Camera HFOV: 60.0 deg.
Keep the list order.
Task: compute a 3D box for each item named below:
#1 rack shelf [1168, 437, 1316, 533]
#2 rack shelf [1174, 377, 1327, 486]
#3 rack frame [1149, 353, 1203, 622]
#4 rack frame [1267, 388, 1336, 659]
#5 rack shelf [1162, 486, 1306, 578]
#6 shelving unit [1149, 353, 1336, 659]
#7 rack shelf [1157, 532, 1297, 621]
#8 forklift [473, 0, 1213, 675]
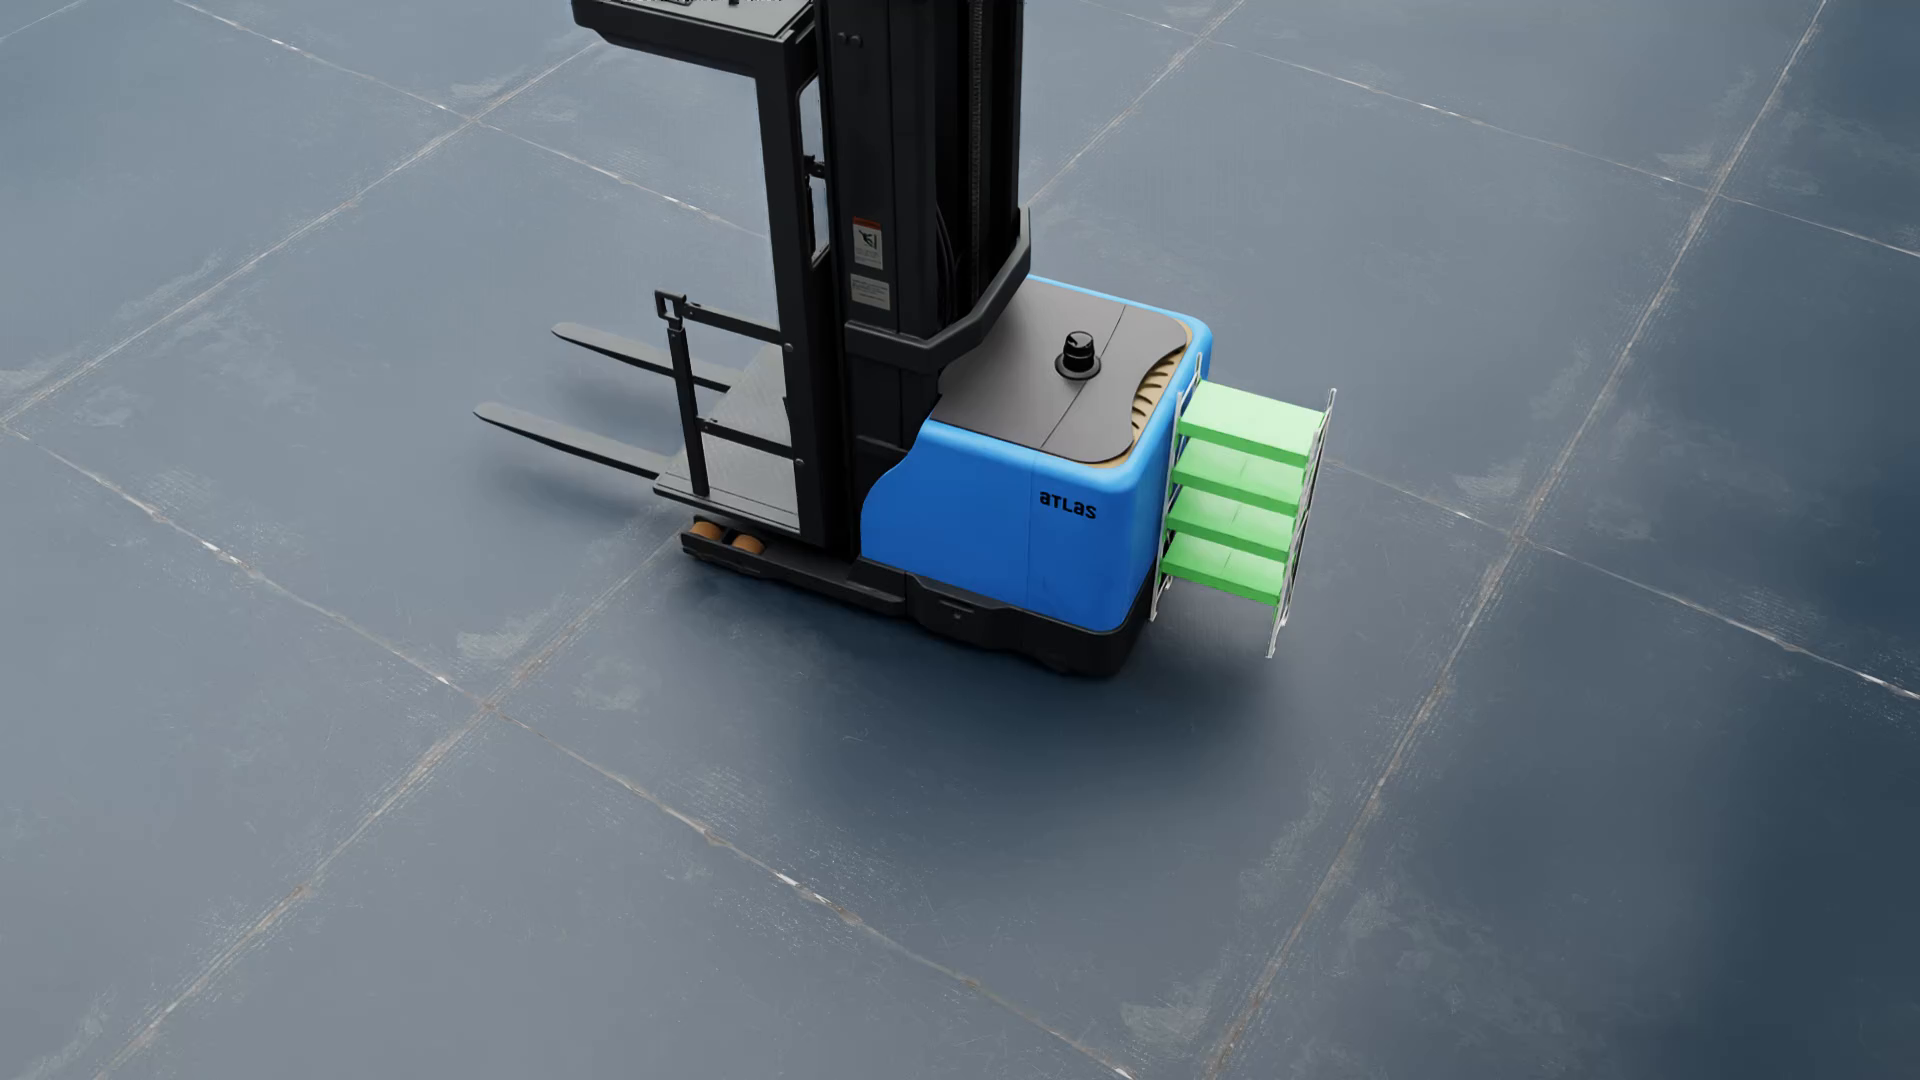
[{"bbox_3d":[1.037,-0.225,6.108,0.480,0.148,0.258,17,48,16],"label":"rack shelf"},{"bbox_3d":[1.037,-0.392,5.936,0.480,0.148,0.258,17,48,16],"label":"rack shelf"},{"bbox_3d":[0.813,-0.172,6.302,0.015,1.200,0.240,17,48,16],"label":"rack frame"},{"bbox_3d":[1.260,-0.032,6.166,0.015,1.200,0.240,17,48,16],"label":"rack frame"},{"bbox_3d":[1.037,-0.057,6.280,0.480,0.148,0.258,17,48,16],"label":"rack shelf"},{"bbox_3d":[1.037,-0.102,6.234,0.503,1.200,0.258,17,48,16],"label":"shelving unit"},{"bbox_3d":[1.037,0.110,6.452,0.480,0.148,0.258,17,48,16],"label":"rack shelf"},{"bbox_3d":[-0.593,-1.208,6.101,3.031,2.935,1.130,17,48,16],"label":"forklift"}]
